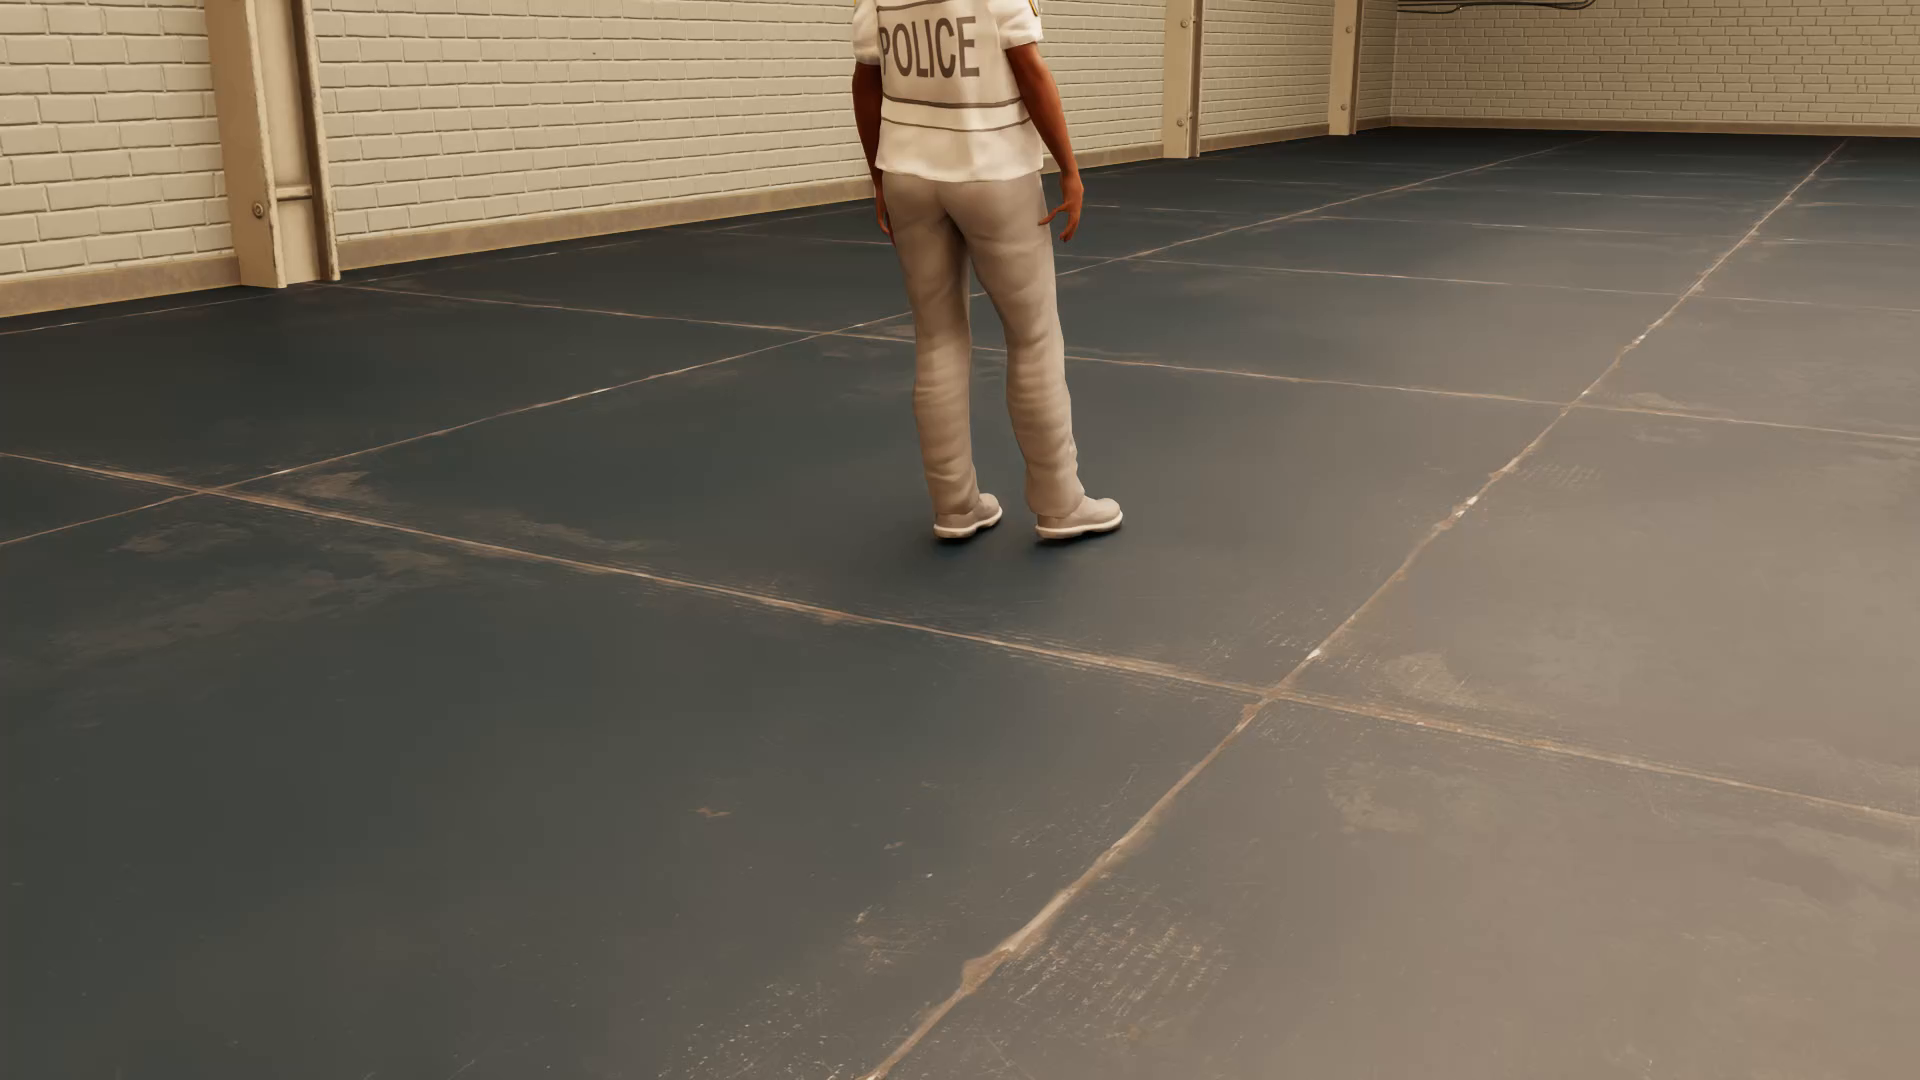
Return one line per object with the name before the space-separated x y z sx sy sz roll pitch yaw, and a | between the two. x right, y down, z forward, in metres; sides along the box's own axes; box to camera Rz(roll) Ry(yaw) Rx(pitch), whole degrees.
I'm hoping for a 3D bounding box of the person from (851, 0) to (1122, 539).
person | 0.054 -0.835 3.852 0.569 1.695 0.530 9 19 28
